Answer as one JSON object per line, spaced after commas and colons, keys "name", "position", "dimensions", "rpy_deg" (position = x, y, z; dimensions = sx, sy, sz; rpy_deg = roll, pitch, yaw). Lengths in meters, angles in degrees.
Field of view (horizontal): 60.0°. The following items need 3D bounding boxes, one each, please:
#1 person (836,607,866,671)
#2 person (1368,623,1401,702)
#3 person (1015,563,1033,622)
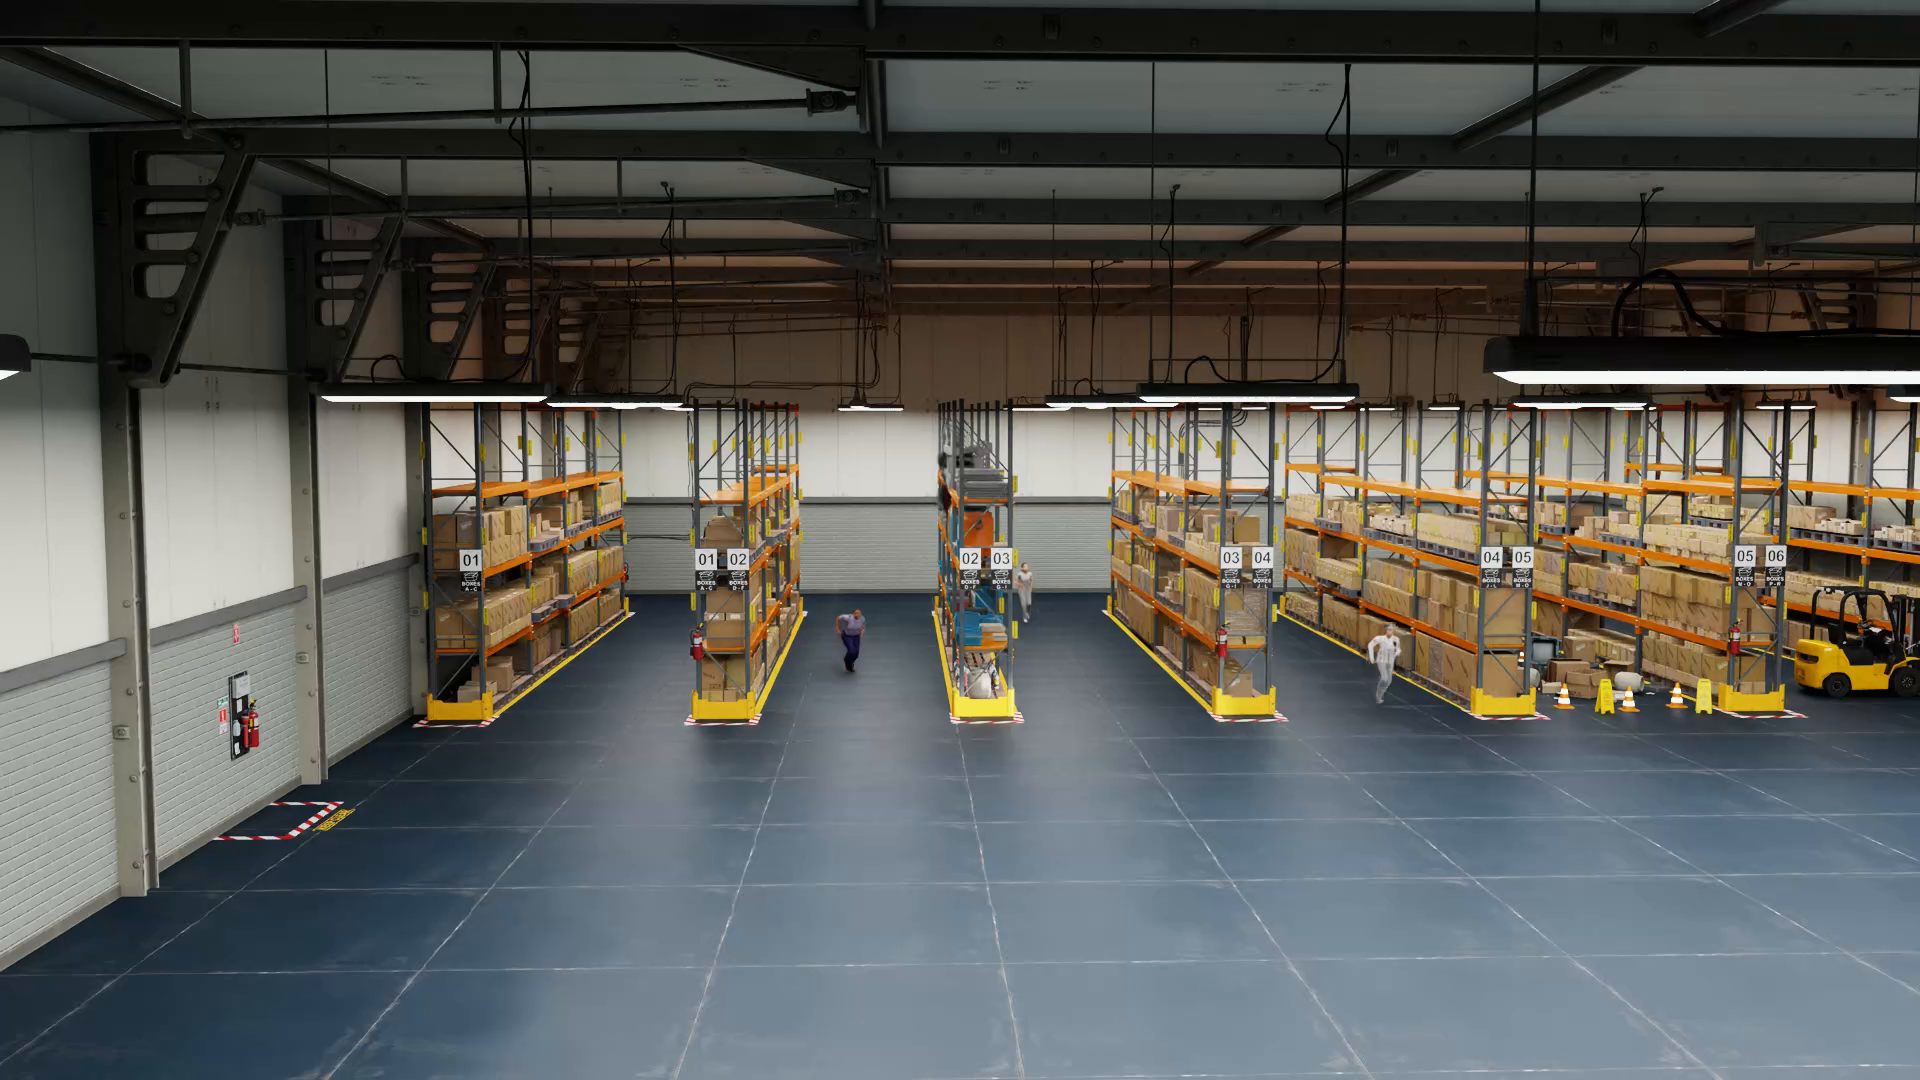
{"name": "person", "position": [-2.412, 2.204, 36.706], "dimensions": [0.636, 1.468, 0.863], "rpy_deg": [-2, 5, -26]}
{"name": "person", "position": [8.370, 2.414, 32.655], "dimensions": [0.573, 1.611, 0.691], "rpy_deg": [-1, 4, -11]}
{"name": "person", "position": [1.783, 1.441, 45.617], "dimensions": [0.549, 1.639, 0.558], "rpy_deg": [-1, 4, -11]}
